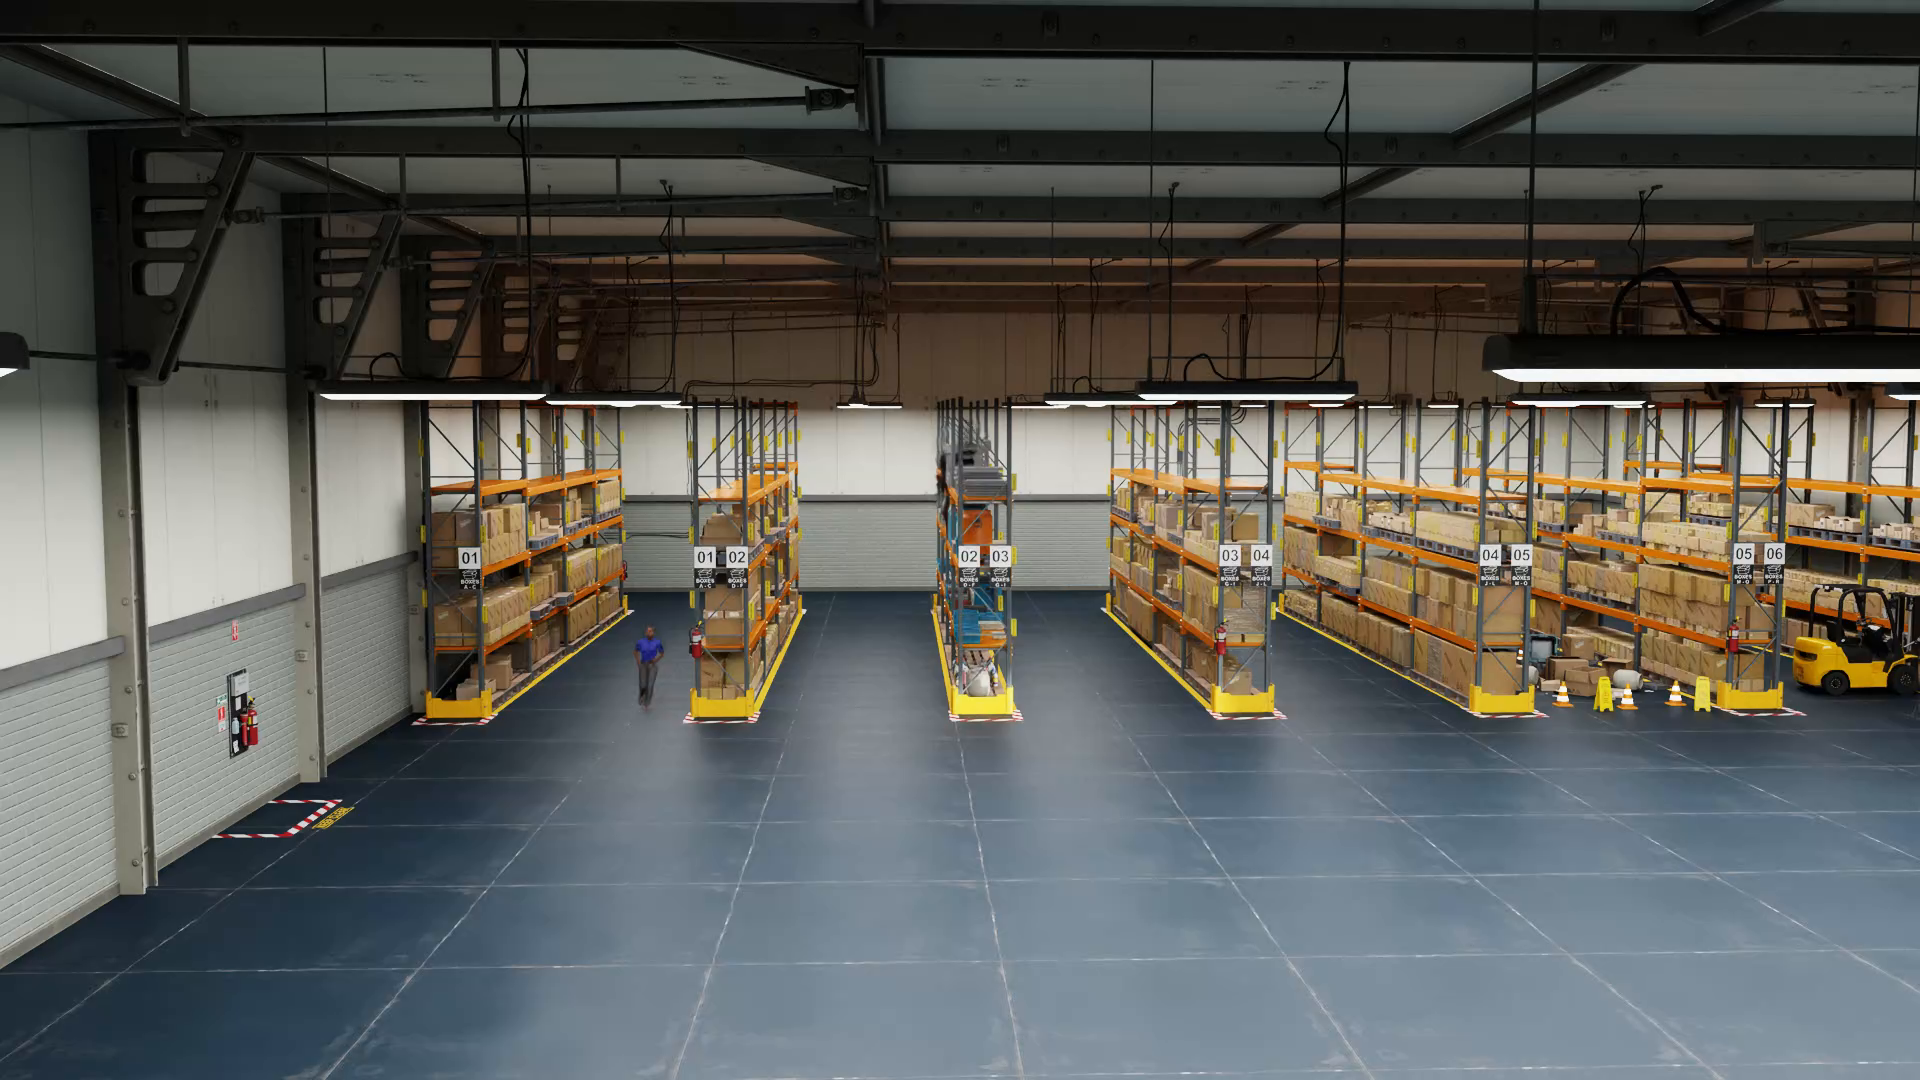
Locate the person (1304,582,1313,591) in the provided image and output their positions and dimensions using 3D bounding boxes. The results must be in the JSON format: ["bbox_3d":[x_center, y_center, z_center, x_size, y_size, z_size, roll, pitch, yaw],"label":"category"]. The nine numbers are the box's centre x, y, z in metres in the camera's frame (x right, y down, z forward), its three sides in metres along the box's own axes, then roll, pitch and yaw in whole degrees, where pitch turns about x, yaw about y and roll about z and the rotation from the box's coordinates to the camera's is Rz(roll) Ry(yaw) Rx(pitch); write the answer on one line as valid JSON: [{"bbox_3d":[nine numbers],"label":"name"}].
[{"bbox_3d":[10.369,1.091,48.962,0.998,1.671,0.672,0,4,-1],"label":"person"}]

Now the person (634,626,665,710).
[{"bbox_3d":[-5.972,2.555,31.968,0.597,1.454,0.574,-1,4,-7],"label":"person"}]

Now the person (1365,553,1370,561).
[{"bbox_3d":[11.469,1.253,46.984,0.578,1.753,0.747,-2,5,-19],"label":"person"}]
